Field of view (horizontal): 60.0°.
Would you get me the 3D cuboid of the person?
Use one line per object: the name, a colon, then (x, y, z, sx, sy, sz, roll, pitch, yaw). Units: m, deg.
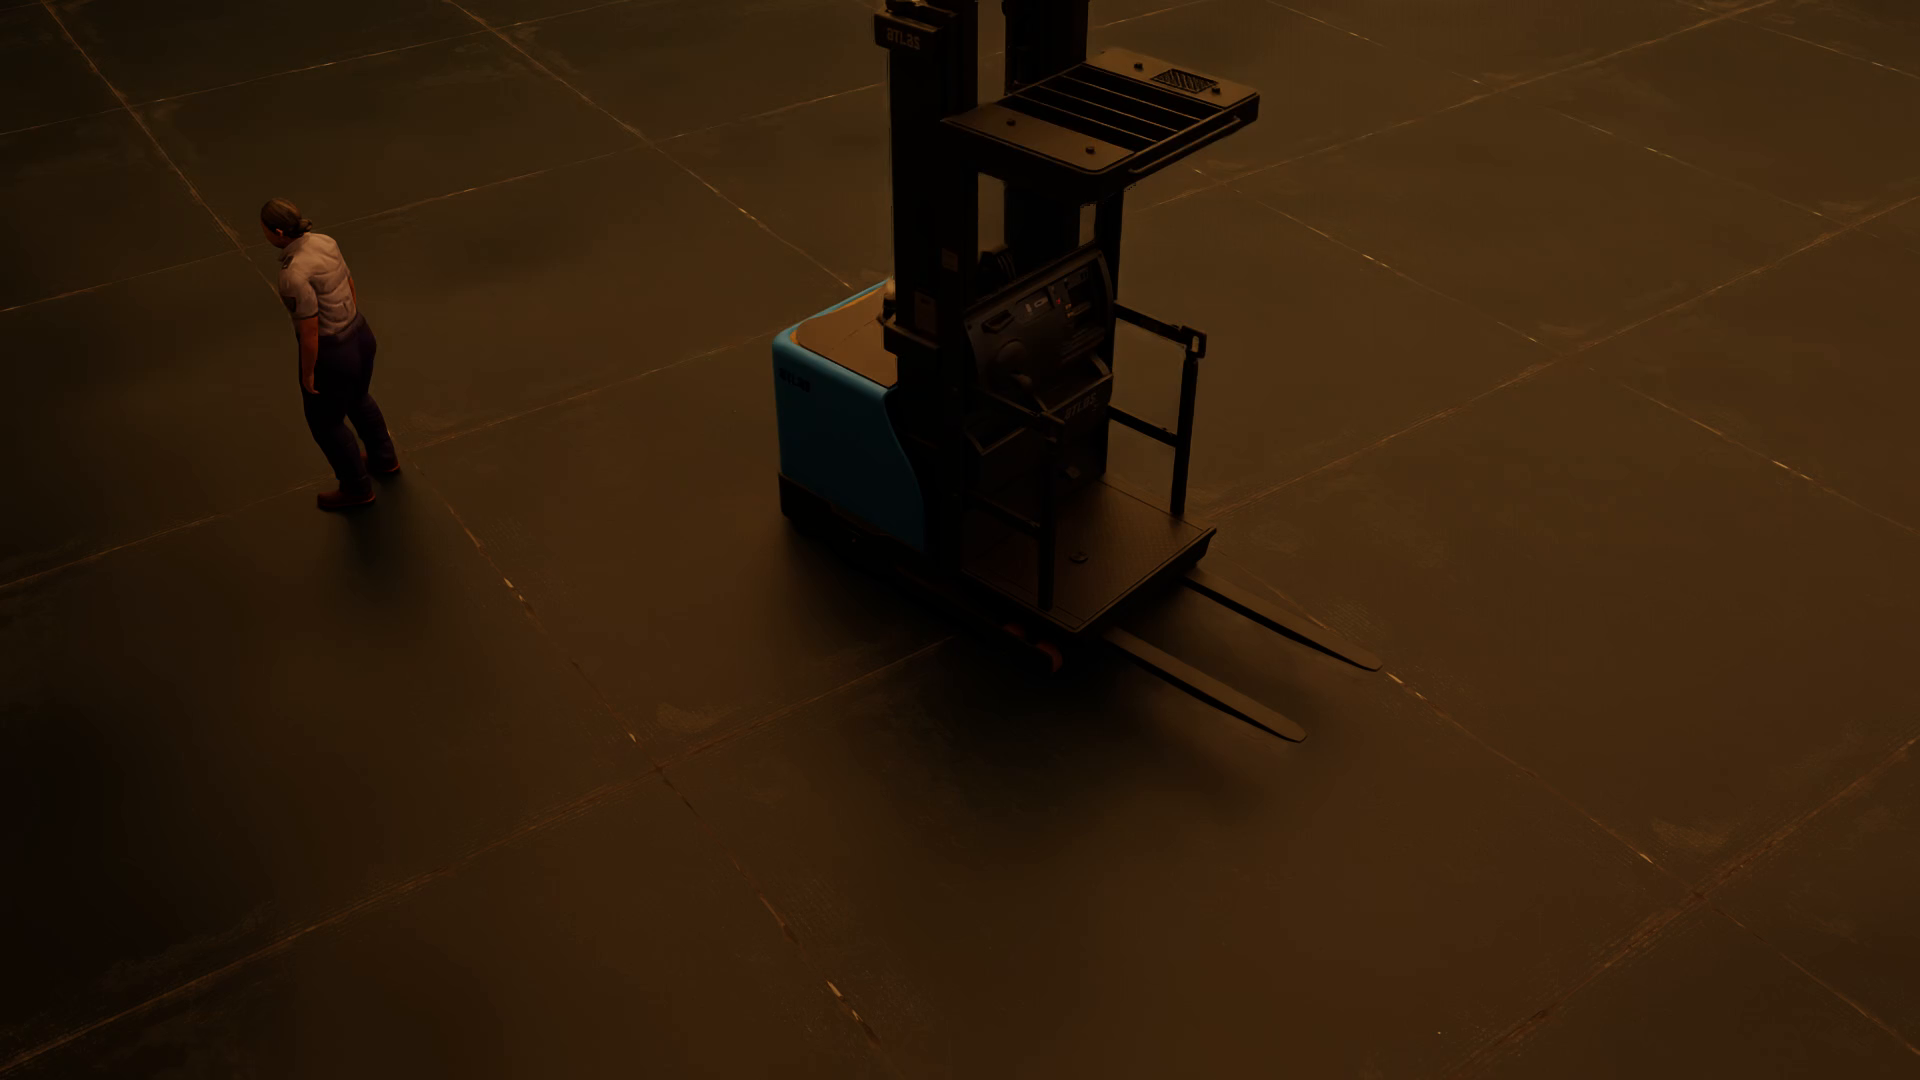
person: (-3.142, -0.942, 8.297, 0.376, 1.651, 0.561, 4, 37, 5)

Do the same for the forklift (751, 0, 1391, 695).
forklift: (0.514, -0.985, 7.276, 3.031, 2.935, 1.130, 21, 41, 26)
